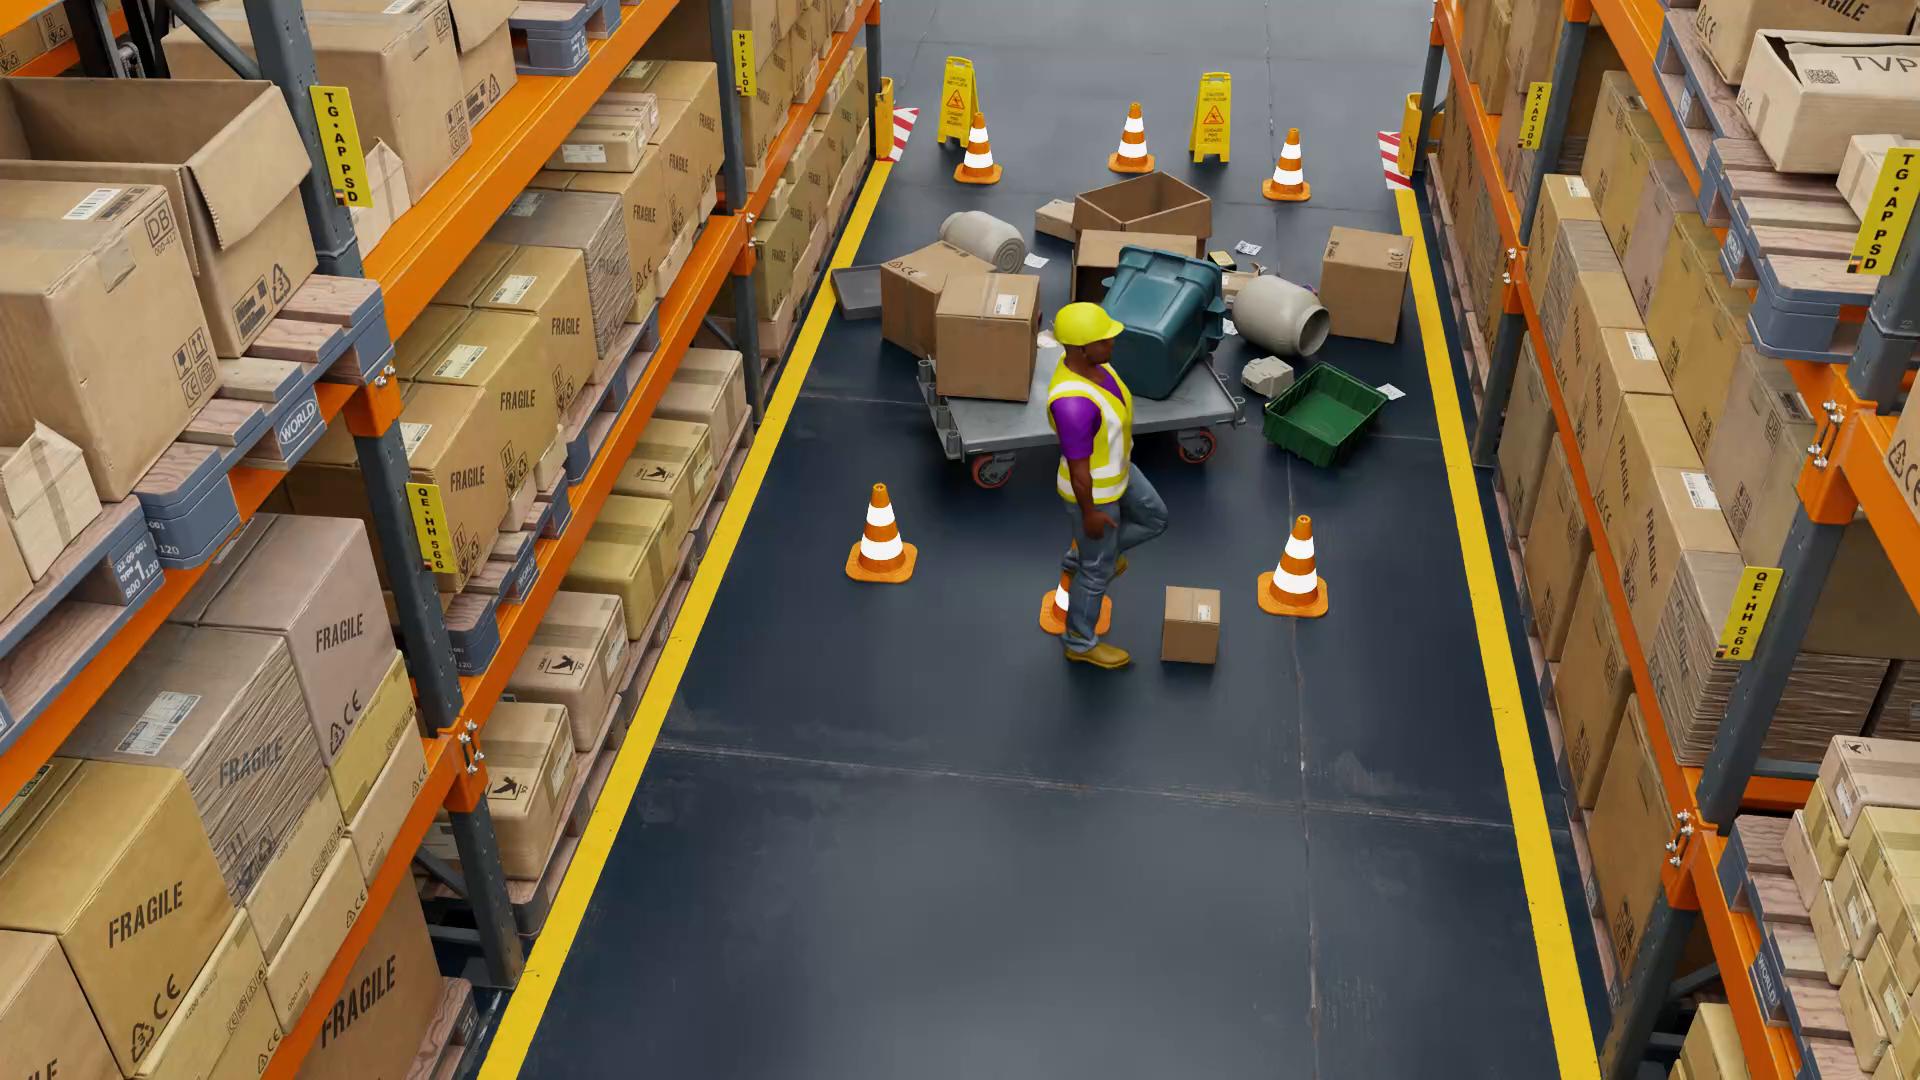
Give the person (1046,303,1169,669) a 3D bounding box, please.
[{"bbox_3d":[0.659,-0.252,7.376,0.556,1.758,0.570,5,36,7],"label":"person"}]
